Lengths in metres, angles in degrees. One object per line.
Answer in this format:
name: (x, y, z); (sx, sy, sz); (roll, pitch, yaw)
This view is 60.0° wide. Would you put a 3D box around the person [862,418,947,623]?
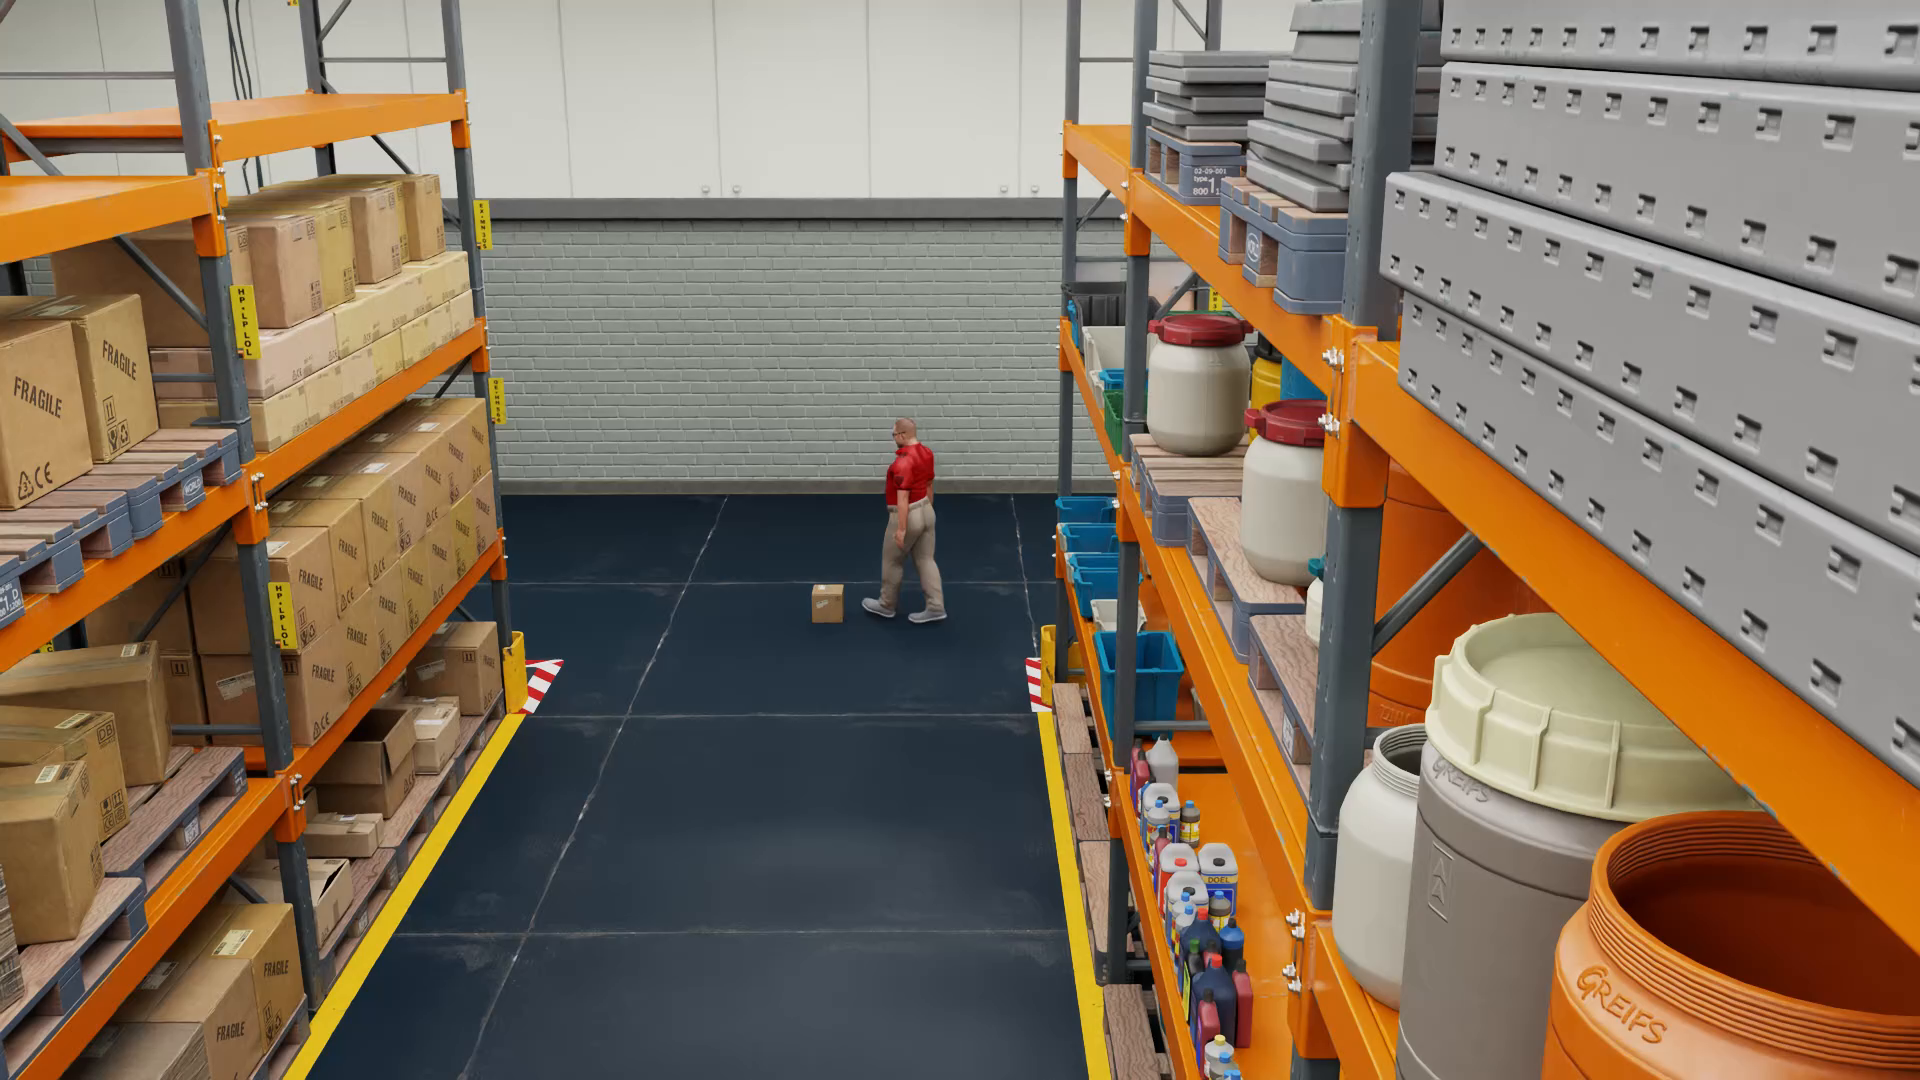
person: (-0.477, -0.170, 13.626); (0.770, 1.712, 0.550); (11, 20, 32)
